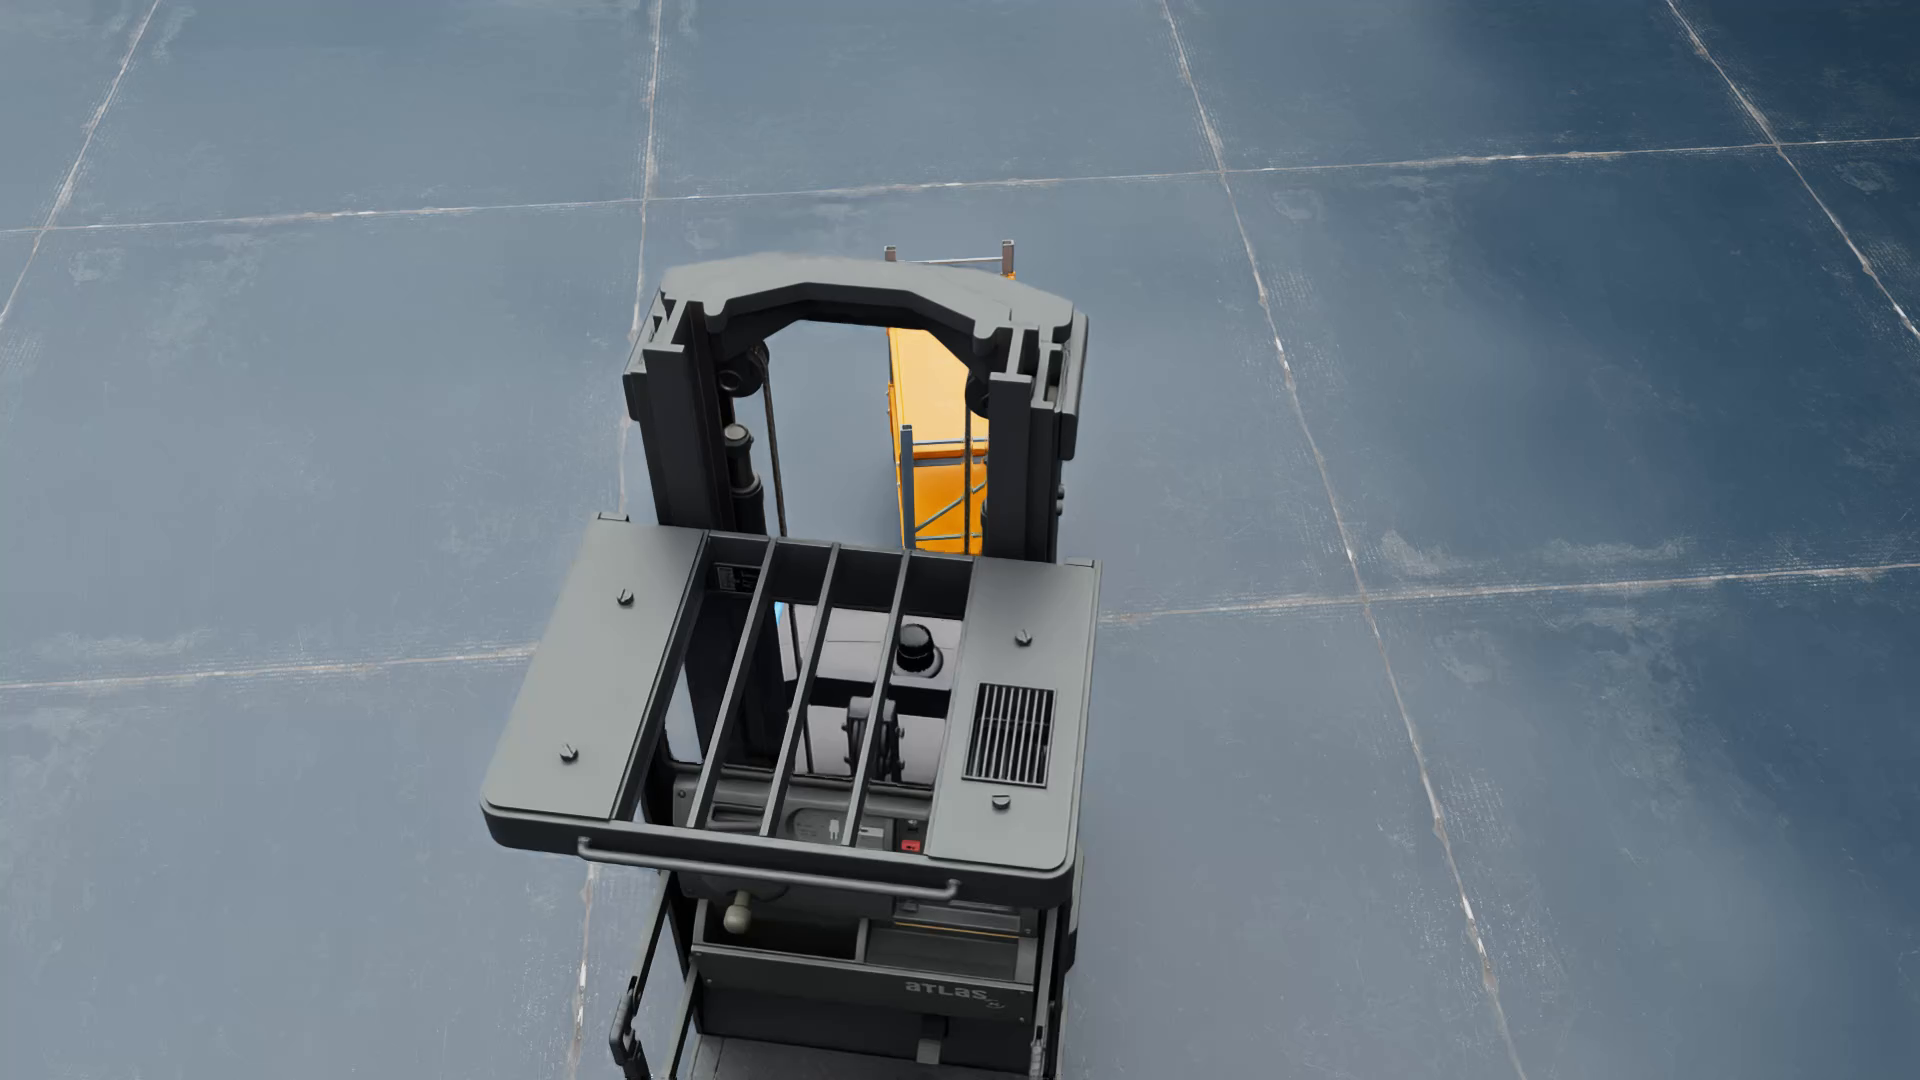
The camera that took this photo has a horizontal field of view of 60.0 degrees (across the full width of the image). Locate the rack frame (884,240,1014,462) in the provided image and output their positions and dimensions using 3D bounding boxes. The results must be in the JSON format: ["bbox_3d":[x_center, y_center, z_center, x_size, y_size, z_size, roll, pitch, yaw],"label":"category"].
[{"bbox_3d":[-0.042,-0.750,6.822,0.500,1.125,0.032,-3,47,-3],"label":"rack frame"}]

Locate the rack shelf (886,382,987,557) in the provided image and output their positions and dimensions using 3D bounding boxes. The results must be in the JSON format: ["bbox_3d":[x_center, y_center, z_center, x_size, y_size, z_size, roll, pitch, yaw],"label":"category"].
[{"bbox_3d":[0.001,-0.214,6.651,0.538,0.278,1.000,-3,47,-3],"label":"rack shelf"}]

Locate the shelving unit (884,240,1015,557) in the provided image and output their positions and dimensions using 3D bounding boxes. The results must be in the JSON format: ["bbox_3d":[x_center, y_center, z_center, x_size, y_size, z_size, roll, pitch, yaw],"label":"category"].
[{"bbox_3d":[0.001,-0.382,6.473,0.538,1.125,1.048,-3,47,-3],"label":"shelving unit"}]

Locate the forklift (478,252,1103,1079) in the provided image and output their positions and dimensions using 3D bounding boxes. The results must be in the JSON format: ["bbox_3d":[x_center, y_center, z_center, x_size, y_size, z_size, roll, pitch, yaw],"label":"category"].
[{"bbox_3d":[-0.282,0.915,4.001,1.130,2.935,3.031,6,47,5],"label":"forklift"}]

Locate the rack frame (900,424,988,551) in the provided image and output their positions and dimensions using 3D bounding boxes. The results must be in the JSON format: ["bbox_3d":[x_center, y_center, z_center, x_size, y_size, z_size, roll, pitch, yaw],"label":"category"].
[{"bbox_3d":[0.043,-0.014,6.125,0.500,1.125,0.032,-3,47,-3],"label":"rack frame"}]

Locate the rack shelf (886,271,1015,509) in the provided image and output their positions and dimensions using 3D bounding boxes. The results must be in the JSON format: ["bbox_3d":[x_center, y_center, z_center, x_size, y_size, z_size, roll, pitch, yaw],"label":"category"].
[{"bbox_3d":[0.001,-0.583,6.261,0.538,0.278,1.000,-3,47,-3],"label":"rack shelf"}]
